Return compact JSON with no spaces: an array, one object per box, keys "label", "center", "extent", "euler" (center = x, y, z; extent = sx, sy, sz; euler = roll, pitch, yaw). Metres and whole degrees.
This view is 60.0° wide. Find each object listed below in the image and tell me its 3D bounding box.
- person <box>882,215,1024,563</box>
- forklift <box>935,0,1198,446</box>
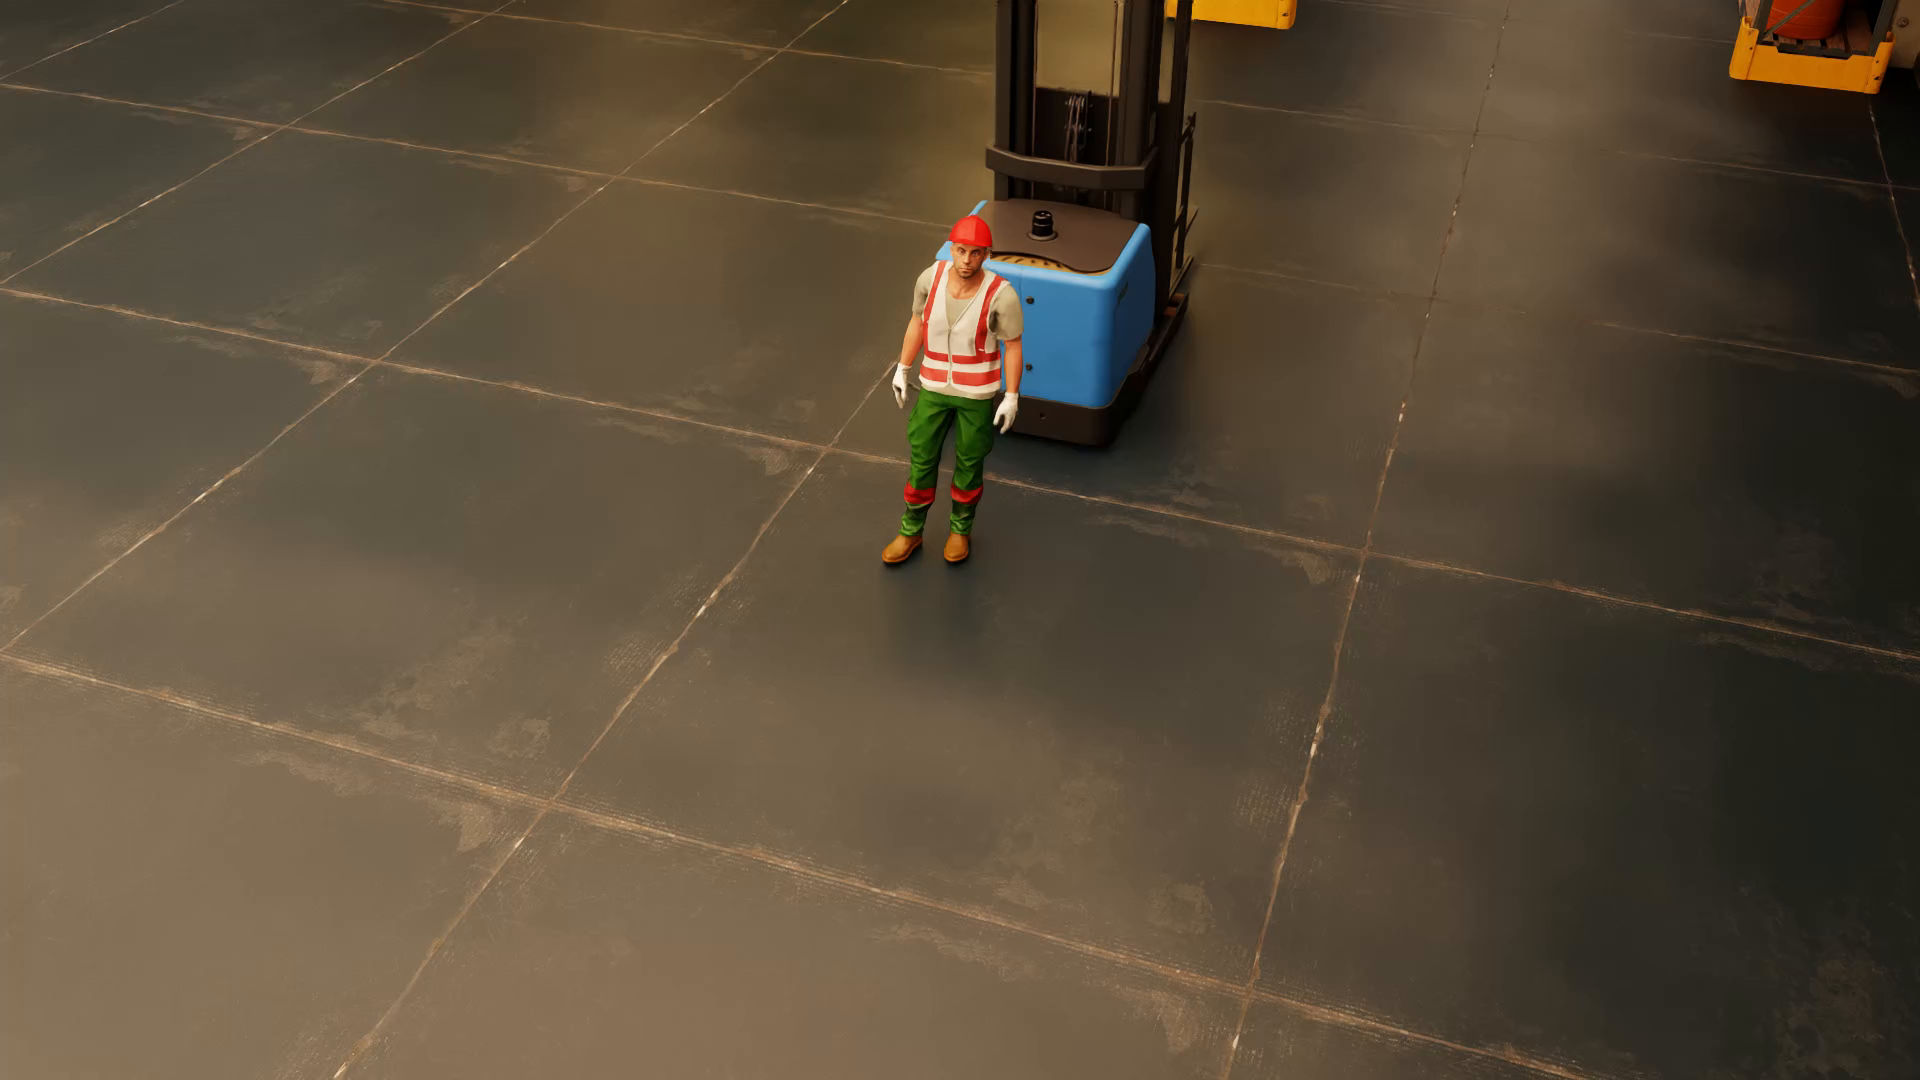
[{"label":"person","center":[-0.038,-0.694,8.064],"extent":[0.637,1.790,0.562],"euler":[12,37,16]},{"label":"forklift","center":[0.823,-2.571,9.737],"extent":[1.130,2.935,3.031],"euler":[12,37,16]}]
